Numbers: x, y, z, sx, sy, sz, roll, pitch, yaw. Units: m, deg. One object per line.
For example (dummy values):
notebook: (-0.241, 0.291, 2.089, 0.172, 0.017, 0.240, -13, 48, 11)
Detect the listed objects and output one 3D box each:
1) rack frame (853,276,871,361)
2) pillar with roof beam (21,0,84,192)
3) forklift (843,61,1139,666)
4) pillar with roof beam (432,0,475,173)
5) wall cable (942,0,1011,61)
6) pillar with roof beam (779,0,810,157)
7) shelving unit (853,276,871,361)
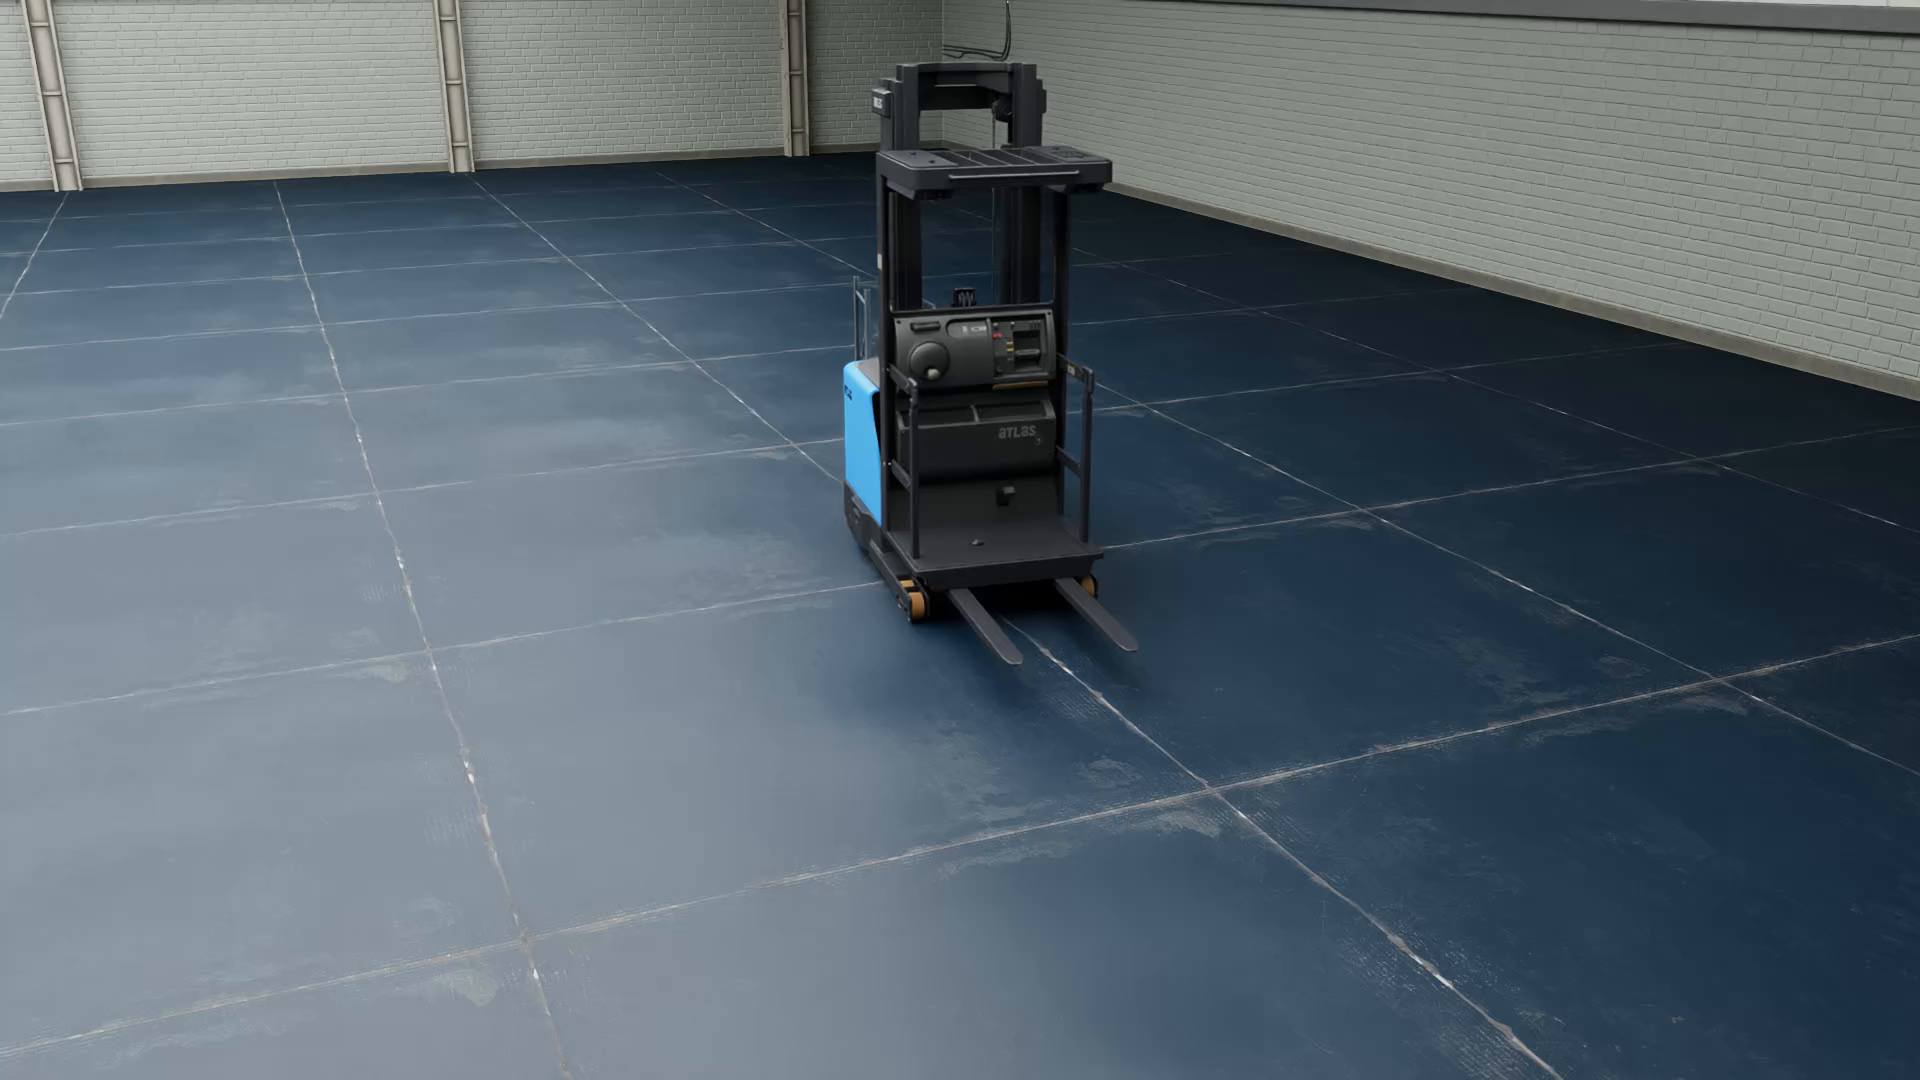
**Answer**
rack frame: (-0.635, -0.951, 10.966, 0.032, 1.500, 0.500, -4, 20, -11)
pillar with roof beam: (-12.322, -8.451, 20.973, 0.400, 9.000, 9.100, -8, 21, -22)
forklift: (0.151, -1.076, 9.165, 1.130, 2.935, 3.031, -6, 20, -15)
pillar with roof beam: (-6.813, -9.240, 23.215, 0.400, 9.000, 9.100, -8, 21, -22)
wall cable: (0.220, -9.862, 29.656, 0.112, 2.526, 3.097, -8, 21, -22)
pillar with roof beam: (-1.304, -10.029, 25.456, 0.400, 9.000, 9.100, -8, 21, -22)
shelving unit: (-0.146, -0.986, 11.064, 1.083, 1.500, 0.587, -4, 20, -11)
